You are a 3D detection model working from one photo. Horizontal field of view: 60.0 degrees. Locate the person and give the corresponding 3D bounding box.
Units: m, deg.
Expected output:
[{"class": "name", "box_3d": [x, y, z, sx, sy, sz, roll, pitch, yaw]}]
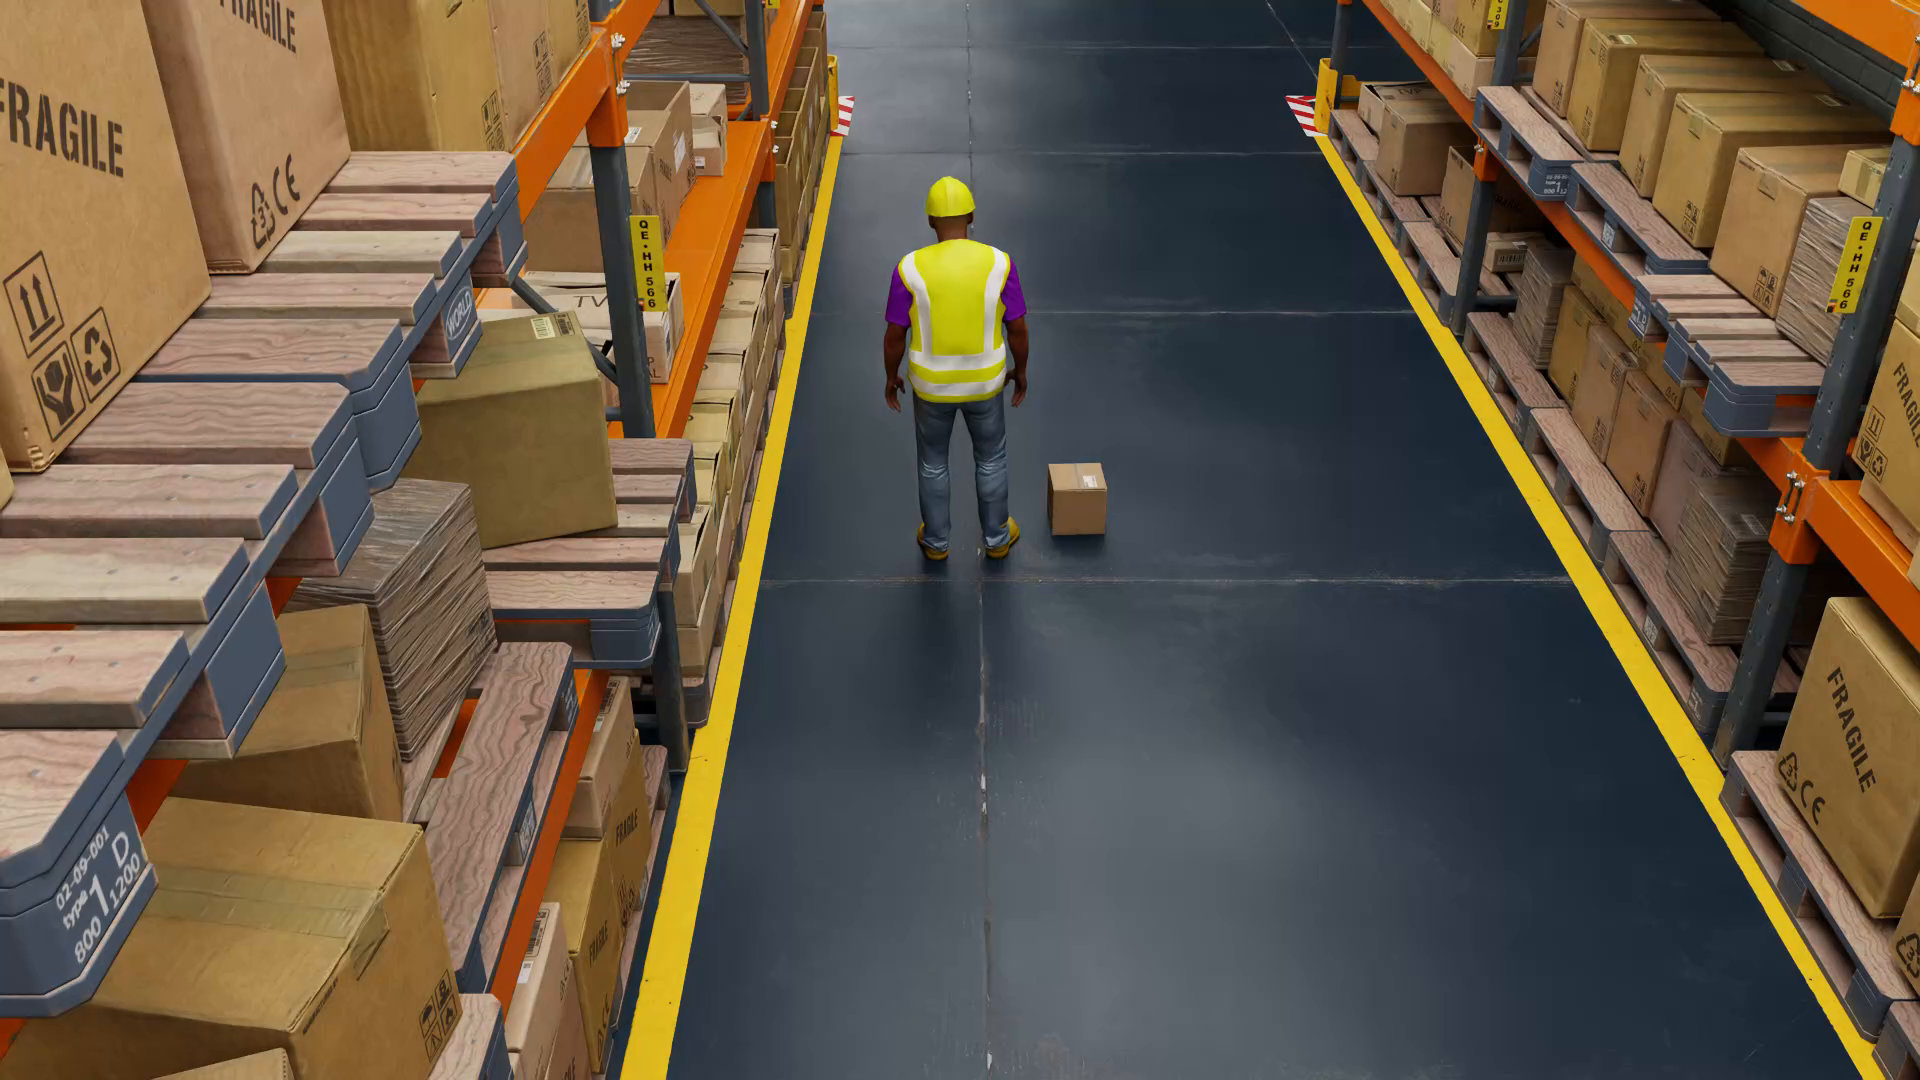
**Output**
[{"class": "person", "box_3d": [-0.016, -0.719, 7.298, 0.635, 1.760, 0.455, -2, 31, -3]}]
